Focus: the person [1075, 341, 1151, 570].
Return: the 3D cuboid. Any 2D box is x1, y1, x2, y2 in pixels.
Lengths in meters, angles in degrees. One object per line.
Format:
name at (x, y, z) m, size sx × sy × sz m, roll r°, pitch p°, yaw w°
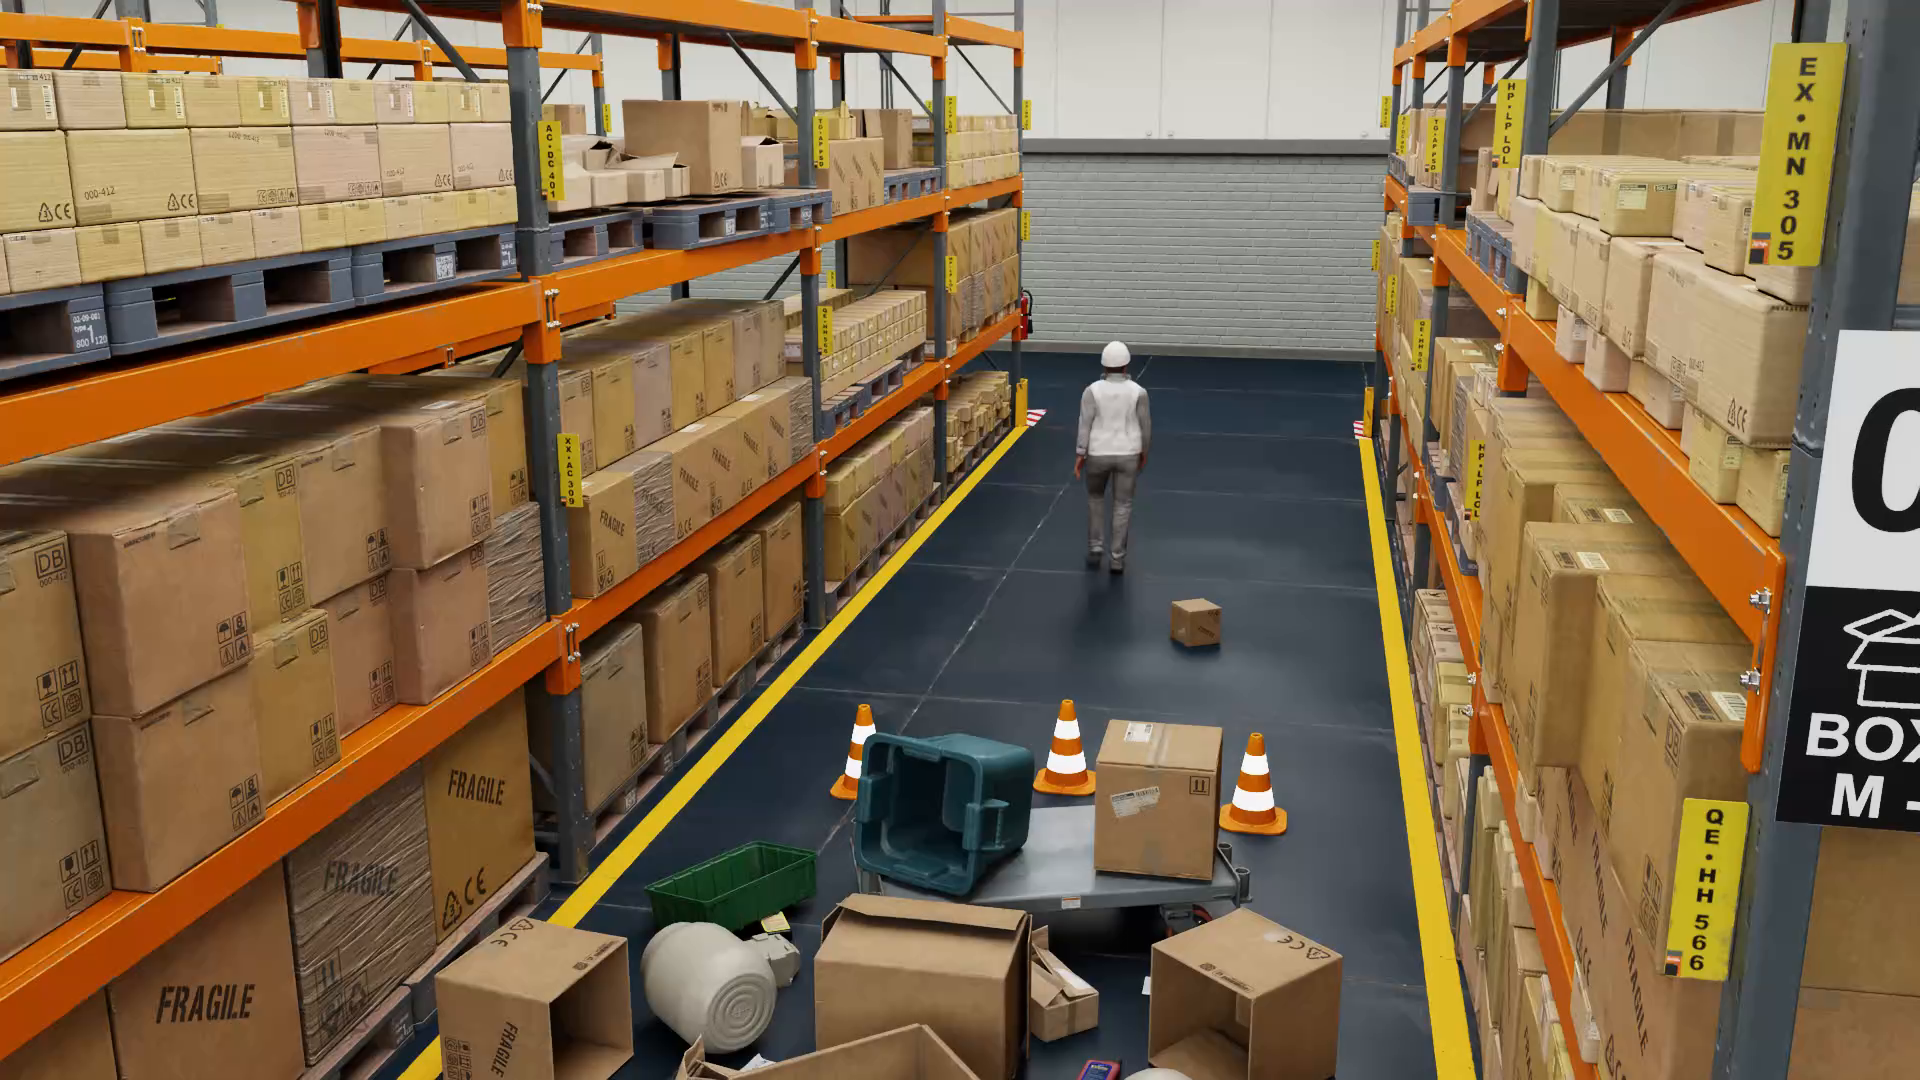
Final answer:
person at (1.193, -0.636, 12.962) m, size 0.580 × 1.838 × 0.583 m, roll 2°, pitch 15°, yaw 8°
